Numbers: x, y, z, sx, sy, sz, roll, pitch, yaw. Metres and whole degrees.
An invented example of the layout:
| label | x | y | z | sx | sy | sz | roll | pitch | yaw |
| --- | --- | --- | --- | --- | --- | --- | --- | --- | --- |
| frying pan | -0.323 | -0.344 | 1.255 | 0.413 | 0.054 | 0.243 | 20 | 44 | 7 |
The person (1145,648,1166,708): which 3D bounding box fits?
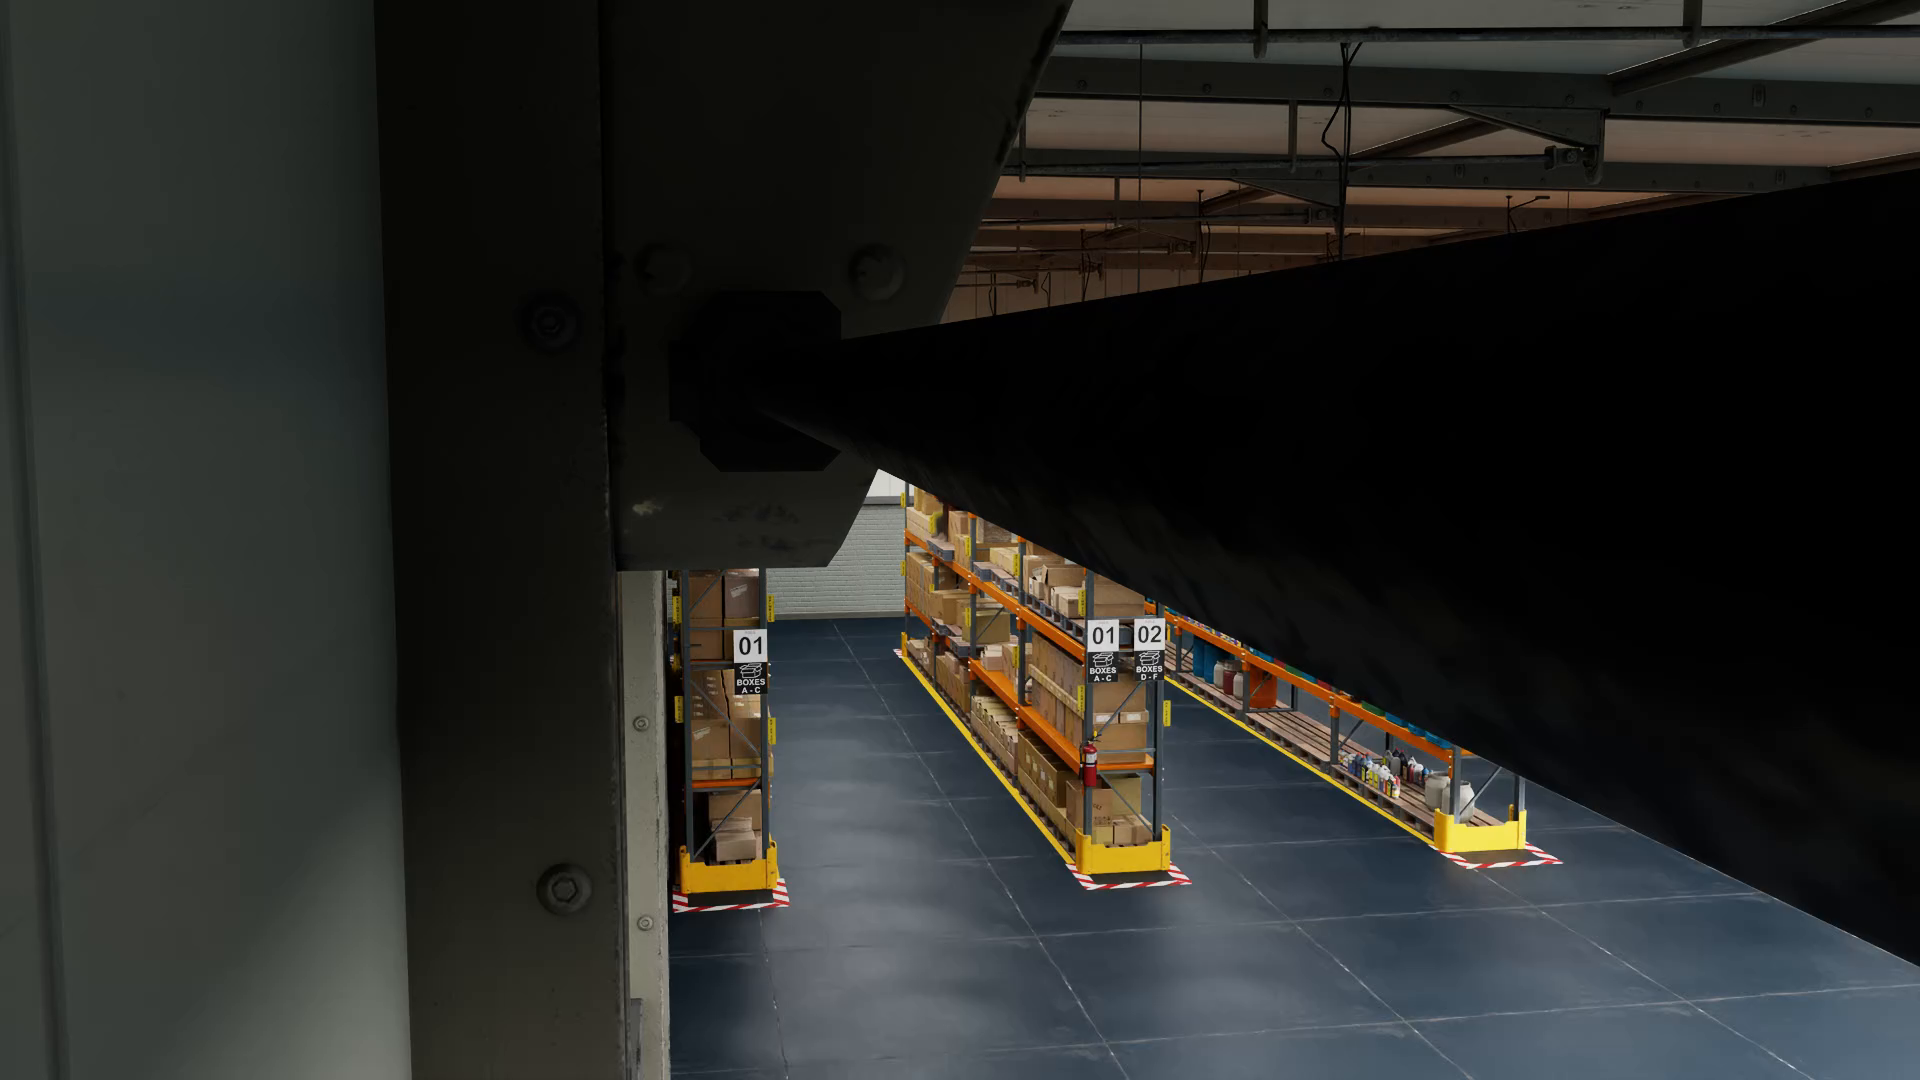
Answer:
| label | x | y | z | sx | sy | sz | roll | pitch | yaw |
| --- | --- | --- | --- | --- | --- | --- | --- | --- | --- |
| person | 3.549 | 2.363 | 31.280 | 0.655 | 1.531 | 1.180 | 1 | 6 | 7 |
